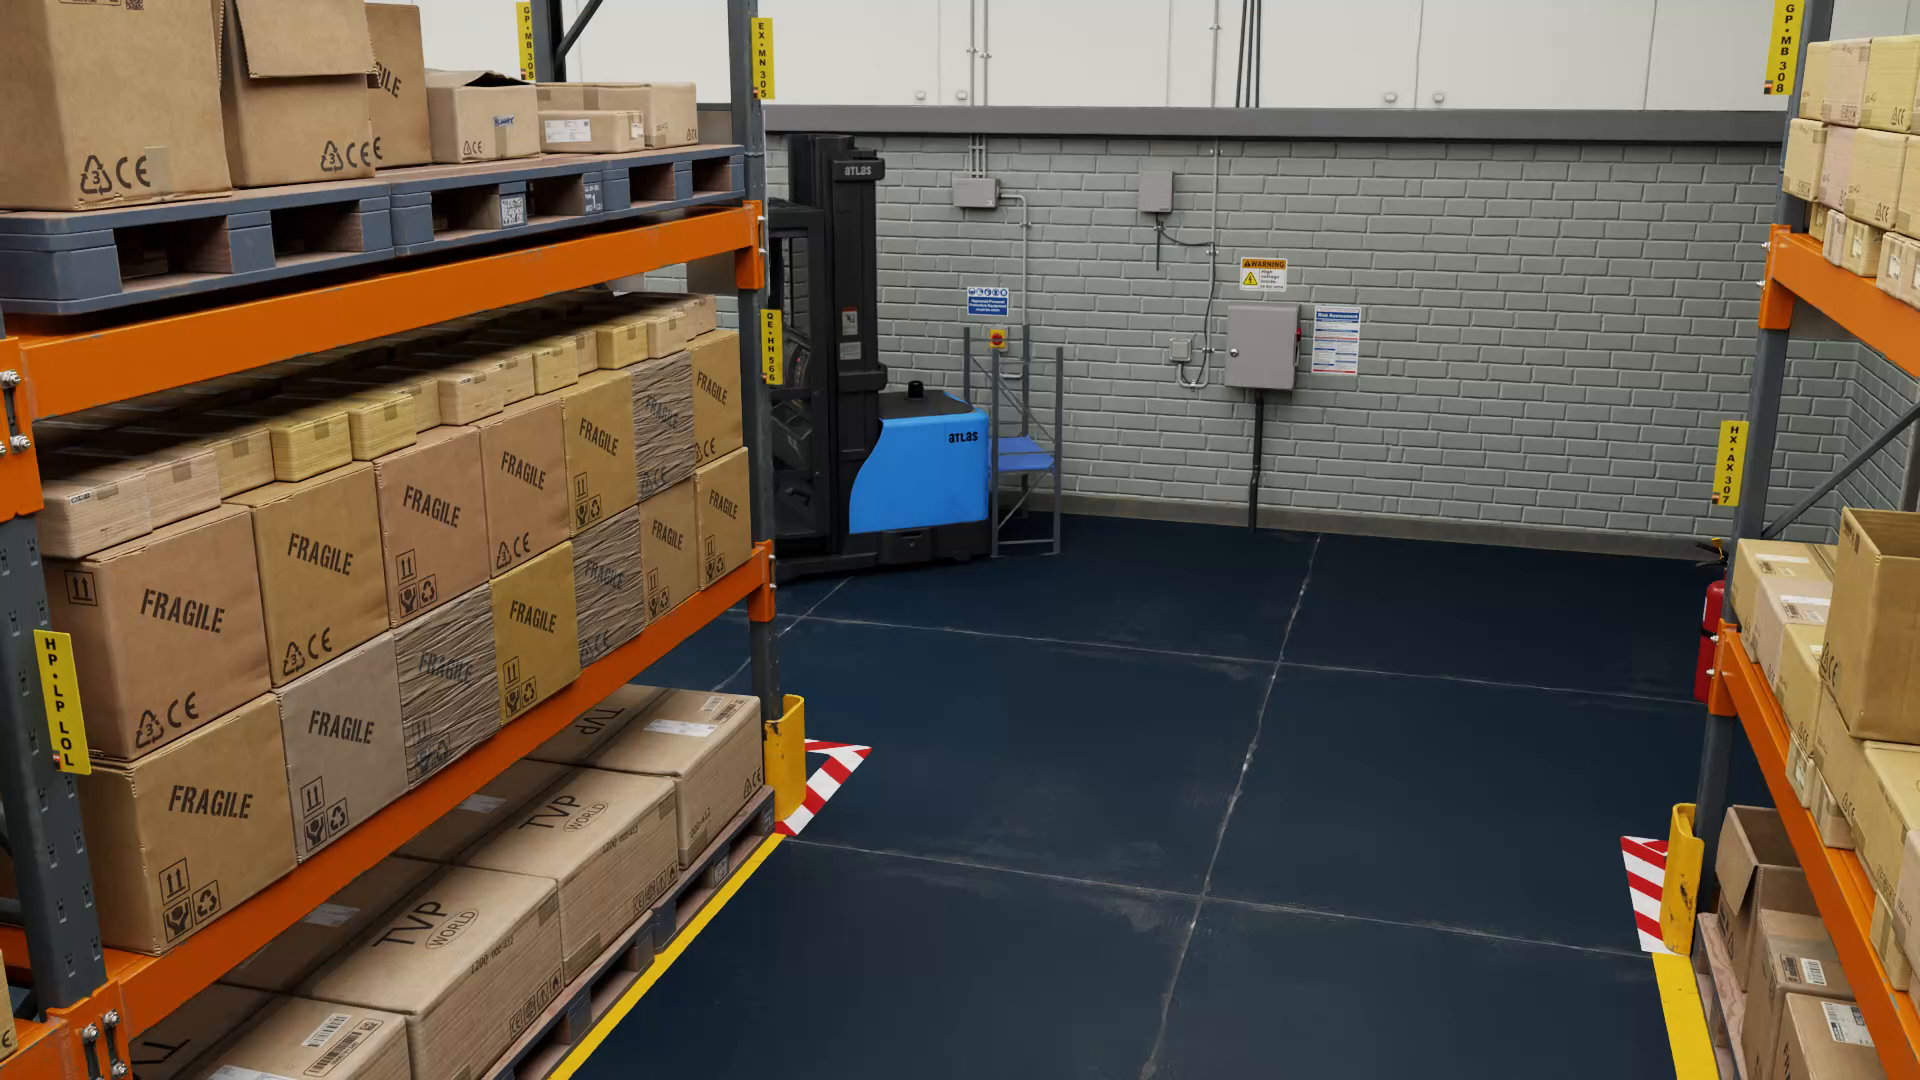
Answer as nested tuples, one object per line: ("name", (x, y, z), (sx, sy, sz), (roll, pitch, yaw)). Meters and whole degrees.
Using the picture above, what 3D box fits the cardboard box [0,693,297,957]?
("cardboard box", (-2.089, 0.682, 4.243), (0.500, 0.500, 0.500), (5, 17, 18))

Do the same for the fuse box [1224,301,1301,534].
("fuse box", (2.216, -0.870, 12.260), (0.539, 1.711, 0.414), (5, 16, 16))

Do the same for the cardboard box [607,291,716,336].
("cardboard box", (-1.247, -0.945, 6.961), (0.380, 0.149, 0.250), (5, 17, 17))

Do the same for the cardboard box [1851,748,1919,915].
("cardboard box", (2.480, 0.732, 3.981), (0.500, 0.250, 0.500), (5, 16, 15))

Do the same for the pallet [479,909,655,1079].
("pallet", (-1.838, 1.661, 6.085), (1.003, 0.211, 1.213), (5, 16, 16))

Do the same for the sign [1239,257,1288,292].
("sign", (2.222, -1.945, 12.177), (0.339, 0.242, 0.001), (5, 16, 16))

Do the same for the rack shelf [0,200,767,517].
("rack shelf", (-1.905, -0.787, 5.429), (1.077, 0.370, 4.000), (5, 16, 16))

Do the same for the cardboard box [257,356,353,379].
("cardboard box", (-2.212, -0.509, 5.421), (0.380, 0.149, 0.250), (5, 16, 16))

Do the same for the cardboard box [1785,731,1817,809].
("cardboard box", (2.653, 0.689, 4.863), (0.380, 0.149, 0.250), (4, 16, 14))

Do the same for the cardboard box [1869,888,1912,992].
("cardboard box", (2.385, 0.960, 3.910), (0.380, 0.149, 0.250), (4, 16, 15))

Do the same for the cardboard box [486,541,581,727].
("cardboard box", (-1.648, 0.287, 5.638), (0.500, 0.500, 0.500), (5, 17, 18))

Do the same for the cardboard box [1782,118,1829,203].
("cardboard box", (3.035, -1.249, 5.468), (0.500, 0.250, 0.500), (4, 16, 15))

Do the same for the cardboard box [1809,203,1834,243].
("cardboard box", (3.110, -1.086, 5.626), (0.380, 0.149, 0.250), (5, 17, 17))

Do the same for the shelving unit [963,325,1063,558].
("shelving unit", (0.372, -0.746, 12.212), (0.538, 1.500, 1.048), (-3, 16, -11))

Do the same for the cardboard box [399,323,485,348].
("cardboard box", (-1.975, -0.707, 6.121), (0.380, 0.149, 0.250), (5, 17, 16))

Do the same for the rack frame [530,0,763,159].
("rack frame", (-1.337, -3.100, 6.767), (1.000, 3.000, 0.127), (5, 16, 16))

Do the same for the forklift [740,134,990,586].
("forklift", (-1.356, -1.240, 11.330), (3.031, 2.935, 1.130), (-6, 17, -20))

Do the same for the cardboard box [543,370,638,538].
("cardboard box", (-1.510, -0.330, 5.980), (0.500, 0.500, 0.500), (5, 16, 16))

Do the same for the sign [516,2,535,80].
("sign", (-1.867, -2.160, 7.203), (0.100, 0.325, 0.005), (5, 16, 16))

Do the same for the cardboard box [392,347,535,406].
("cardboard box", (-1.649, -0.540, 5.532), (0.380, 0.149, 0.250), (5, 17, 18))

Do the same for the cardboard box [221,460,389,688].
("cardboard box", (-1.957, 0.066, 4.583), (0.500, 0.500, 0.500), (4, 16, 15))

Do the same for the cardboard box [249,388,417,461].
("cardboard box", (-1.813, -0.337, 4.815), (0.380, 0.149, 0.250), (4, 16, 14))

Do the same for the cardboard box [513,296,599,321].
("cardboard box", (-1.709, -0.909, 6.834), (0.380, 0.149, 0.250), (5, 17, 17))

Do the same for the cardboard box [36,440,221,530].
("cardboard box", (-2.078, -0.139, 4.118), (0.380, 0.149, 0.250), (5, 17, 17))

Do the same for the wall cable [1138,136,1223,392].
("wall cable", (1.606, -2.072, 12.277), (0.588, 1.984, 0.122), (5, 16, 16))

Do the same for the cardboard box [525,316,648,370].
("cardboard box", (-1.400, -0.740, 6.238), (0.380, 0.149, 0.250), (5, 17, 17))

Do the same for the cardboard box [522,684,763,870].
("cardboard box", (-1.429, 0.997, 7.241), (0.875, 0.438, 0.875), (4, 16, 14))

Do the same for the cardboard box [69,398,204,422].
("cardboard box", (-2.377, -0.306, 4.707), (0.380, 0.149, 0.250), (4, 16, 15))

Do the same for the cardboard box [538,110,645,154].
("cardboard box", (-1.421, -1.545, 6.291), (0.380, 0.149, 0.250), (3, 16, 12))

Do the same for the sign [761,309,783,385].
("sign", (-0.821, -0.839, 7.234), (0.100, 0.325, 0.005), (5, 16, 16))

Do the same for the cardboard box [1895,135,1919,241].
("cardboard box", (2.628, -0.844, 4.041), (0.500, 0.250, 0.500), (4, 16, 15))

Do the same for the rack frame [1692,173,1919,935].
("rack frame", (3.423, 0.170, 6.232), (1.000, 3.000, 0.127), (5, 16, 16))

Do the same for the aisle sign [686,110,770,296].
("aisle sign", (-1.019, -1.459, 7.212), (0.394, 0.787, 0.004), (5, 16, 16))

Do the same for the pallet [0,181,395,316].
("pallet", (-2.231, -0.781, 4.250), (1.003, 0.211, 1.213), (5, 16, 16))

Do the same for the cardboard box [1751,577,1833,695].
("cardboard box", (2.893, 0.329, 5.402), (0.500, 0.250, 0.500), (5, 17, 16))

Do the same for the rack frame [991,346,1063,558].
("rack frame", (0.470, -0.610, 11.732), (0.500, 1.500, 0.032), (-3, 16, -11))

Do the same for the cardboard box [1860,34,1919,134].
("cardboard box", (2.764, -1.223, 4.462), (0.500, 0.250, 0.500), (4, 16, 15))

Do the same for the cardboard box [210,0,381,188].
("cardboard box", (-2.121, -1.265, 4.654), (0.797, 0.503, 0.637), (6, 17, 20))

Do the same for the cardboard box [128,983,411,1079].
("cardboard box", (-2.192, 1.708, 4.738), (0.875, 0.438, 0.875), (4, 16, 15))

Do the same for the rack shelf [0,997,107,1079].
("rack shelf", (-3.042, 1.702, 2.149), (1.077, 0.370, 4.000), (5, 16, 16))

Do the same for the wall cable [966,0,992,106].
("wall cable", (0.010, -4.610, 12.090), (0.463, 3.000, 0.029), (5, 16, 16))

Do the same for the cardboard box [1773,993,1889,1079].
("cardboard box", (2.632, 1.675, 4.739), (0.500, 0.500, 0.500), (5, 17, 17))

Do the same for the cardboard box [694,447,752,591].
("cardboard box", (-1.220, -0.115, 7.054), (0.500, 0.500, 0.500), (5, 17, 16))
